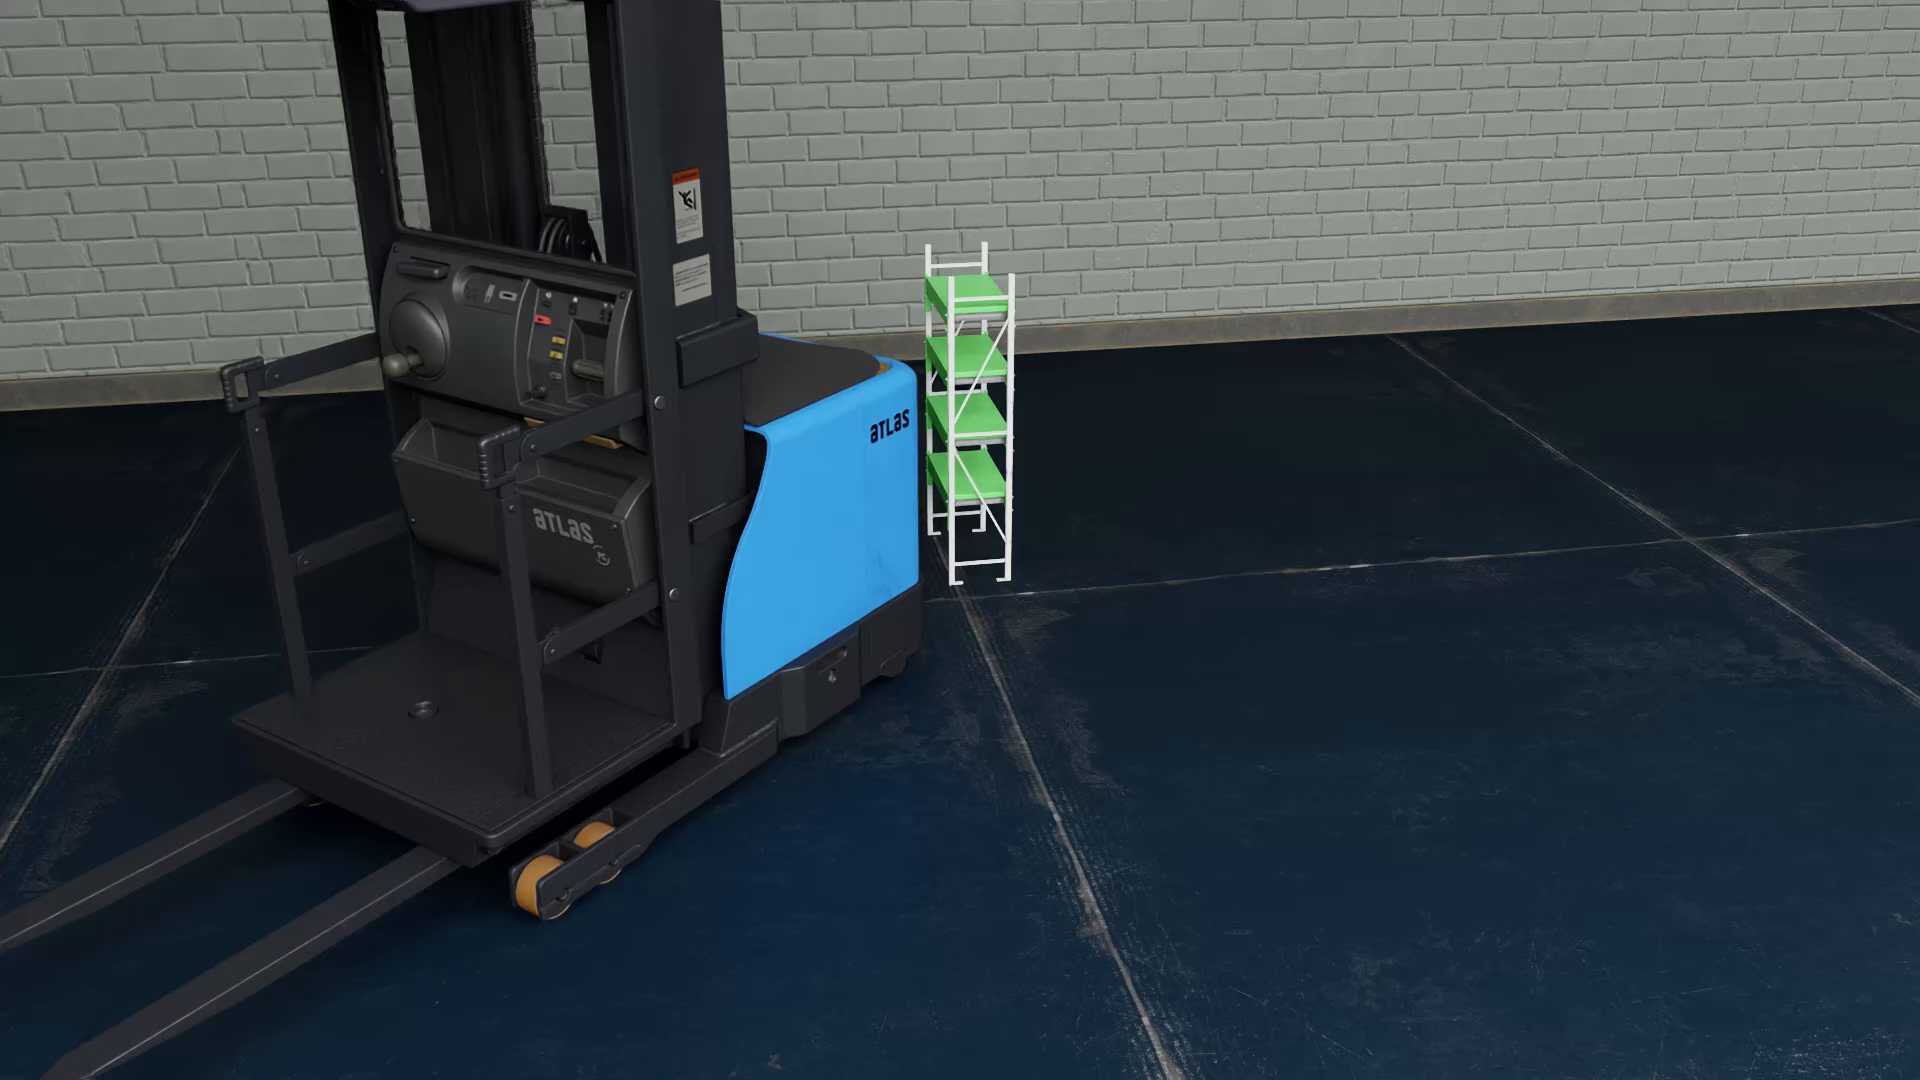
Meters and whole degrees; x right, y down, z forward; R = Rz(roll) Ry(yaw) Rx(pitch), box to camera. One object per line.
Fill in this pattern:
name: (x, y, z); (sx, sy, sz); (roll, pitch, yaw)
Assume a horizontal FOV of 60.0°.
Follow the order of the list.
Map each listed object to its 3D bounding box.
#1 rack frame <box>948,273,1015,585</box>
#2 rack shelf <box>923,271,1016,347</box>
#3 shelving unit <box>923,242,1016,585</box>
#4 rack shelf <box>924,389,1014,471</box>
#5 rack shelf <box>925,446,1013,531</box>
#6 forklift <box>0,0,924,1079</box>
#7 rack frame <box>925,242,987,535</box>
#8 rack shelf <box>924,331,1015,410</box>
rack frame: (0.076, -0.389, 6.141); (0.240, 1.200, 0.015); (-4, 24, -10)
rack shelf: (0.031, -0.866, 6.194); (0.258, 0.148, 0.480); (-4, 24, -10)
shelving unit: (0.031, -0.485, 6.361); (0.258, 1.200, 0.503); (-4, 24, -10)
rack shelf: (0.031, -0.426, 6.386); (0.258, 0.148, 0.480); (-4, 24, -10)
rack shelf: (0.031, -0.206, 6.482); (0.258, 0.148, 0.480); (-4, 24, -10)
forklift: (-1.358, -0.549, 4.344); (1.130, 2.935, 3.031); (15, 28, 30)
rack frame: (-0.015, -0.581, 6.581); (0.240, 1.200, 0.015); (-4, 24, -10)
rack shelf: (0.031, -0.646, 6.290); (0.258, 0.148, 0.480); (-4, 24, -10)
